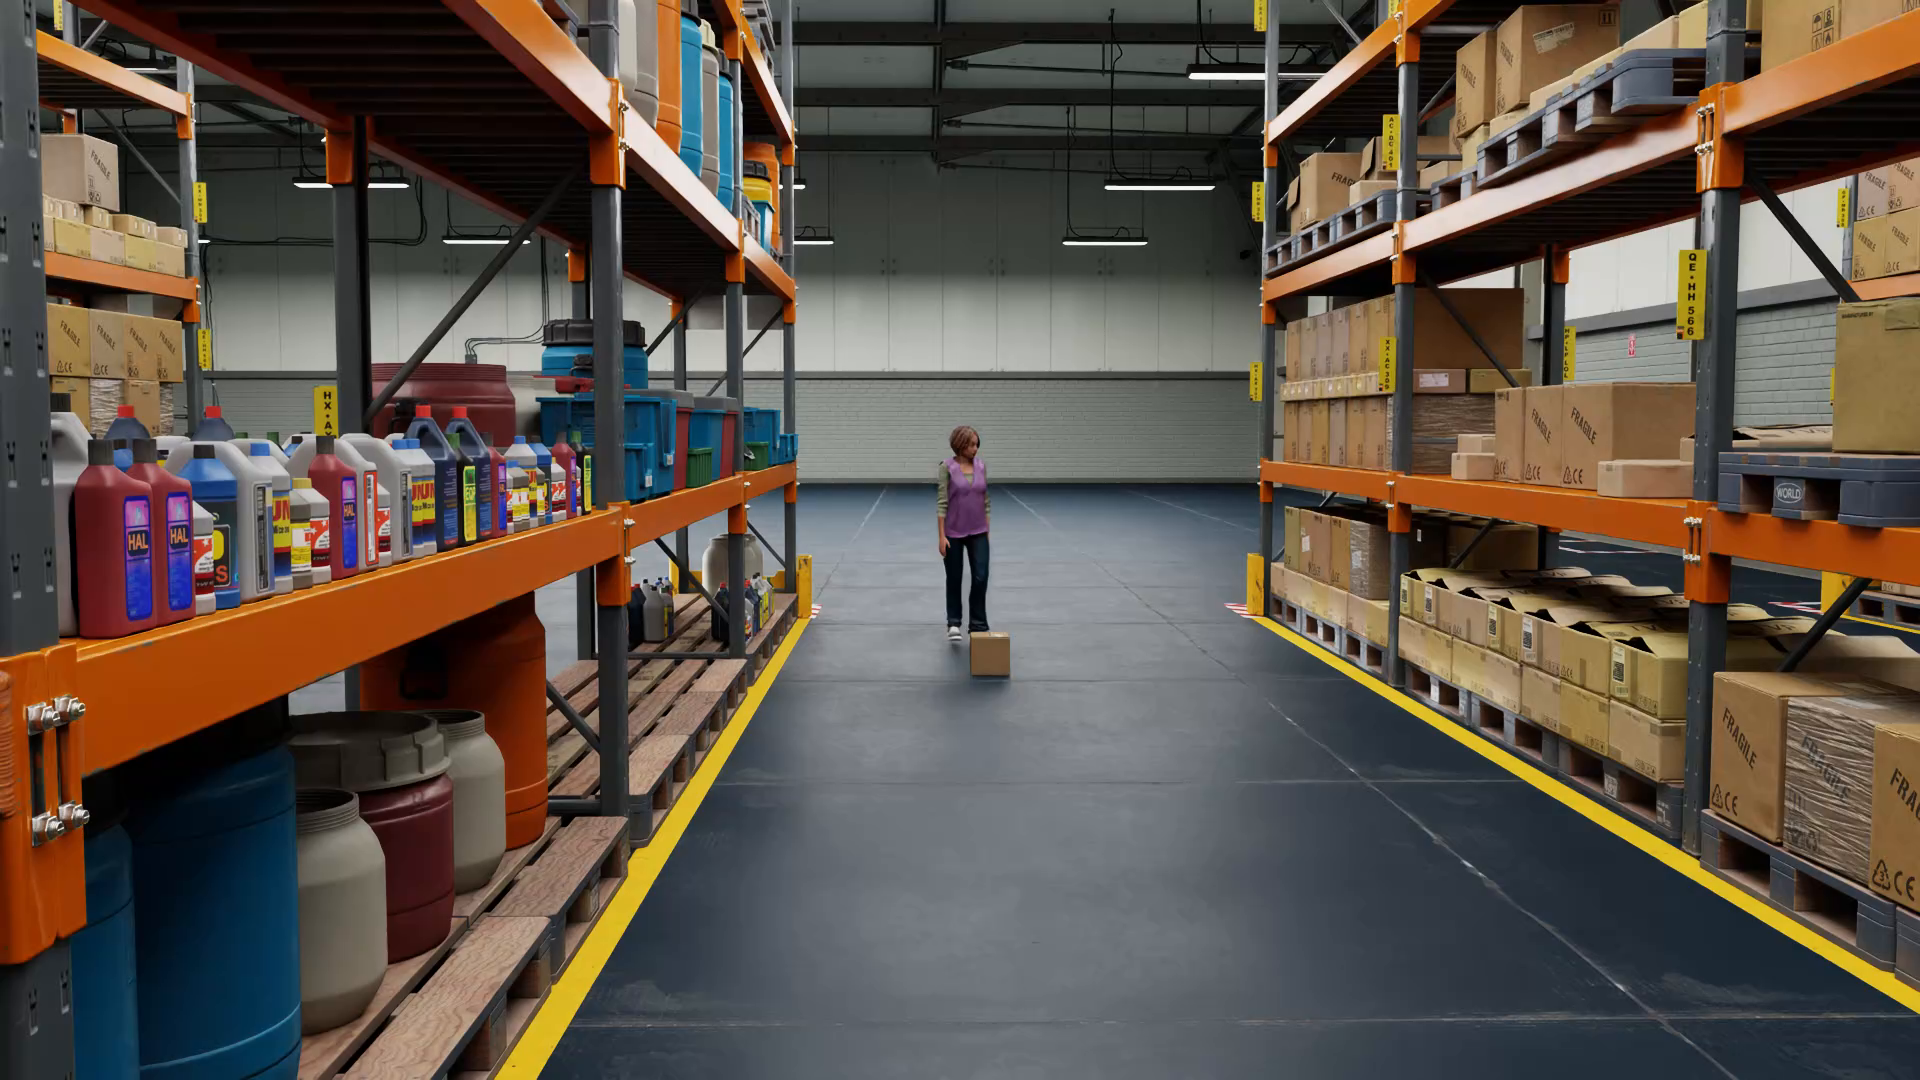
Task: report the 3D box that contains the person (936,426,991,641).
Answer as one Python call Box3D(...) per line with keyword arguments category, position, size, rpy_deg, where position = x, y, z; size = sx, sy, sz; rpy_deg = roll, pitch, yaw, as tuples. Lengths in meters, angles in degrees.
Box3D(category="person", position=(0.019, -0.012, 12.035), size=(0.431, 1.625, 0.592), rpy_deg=(-1, 4, -15))
